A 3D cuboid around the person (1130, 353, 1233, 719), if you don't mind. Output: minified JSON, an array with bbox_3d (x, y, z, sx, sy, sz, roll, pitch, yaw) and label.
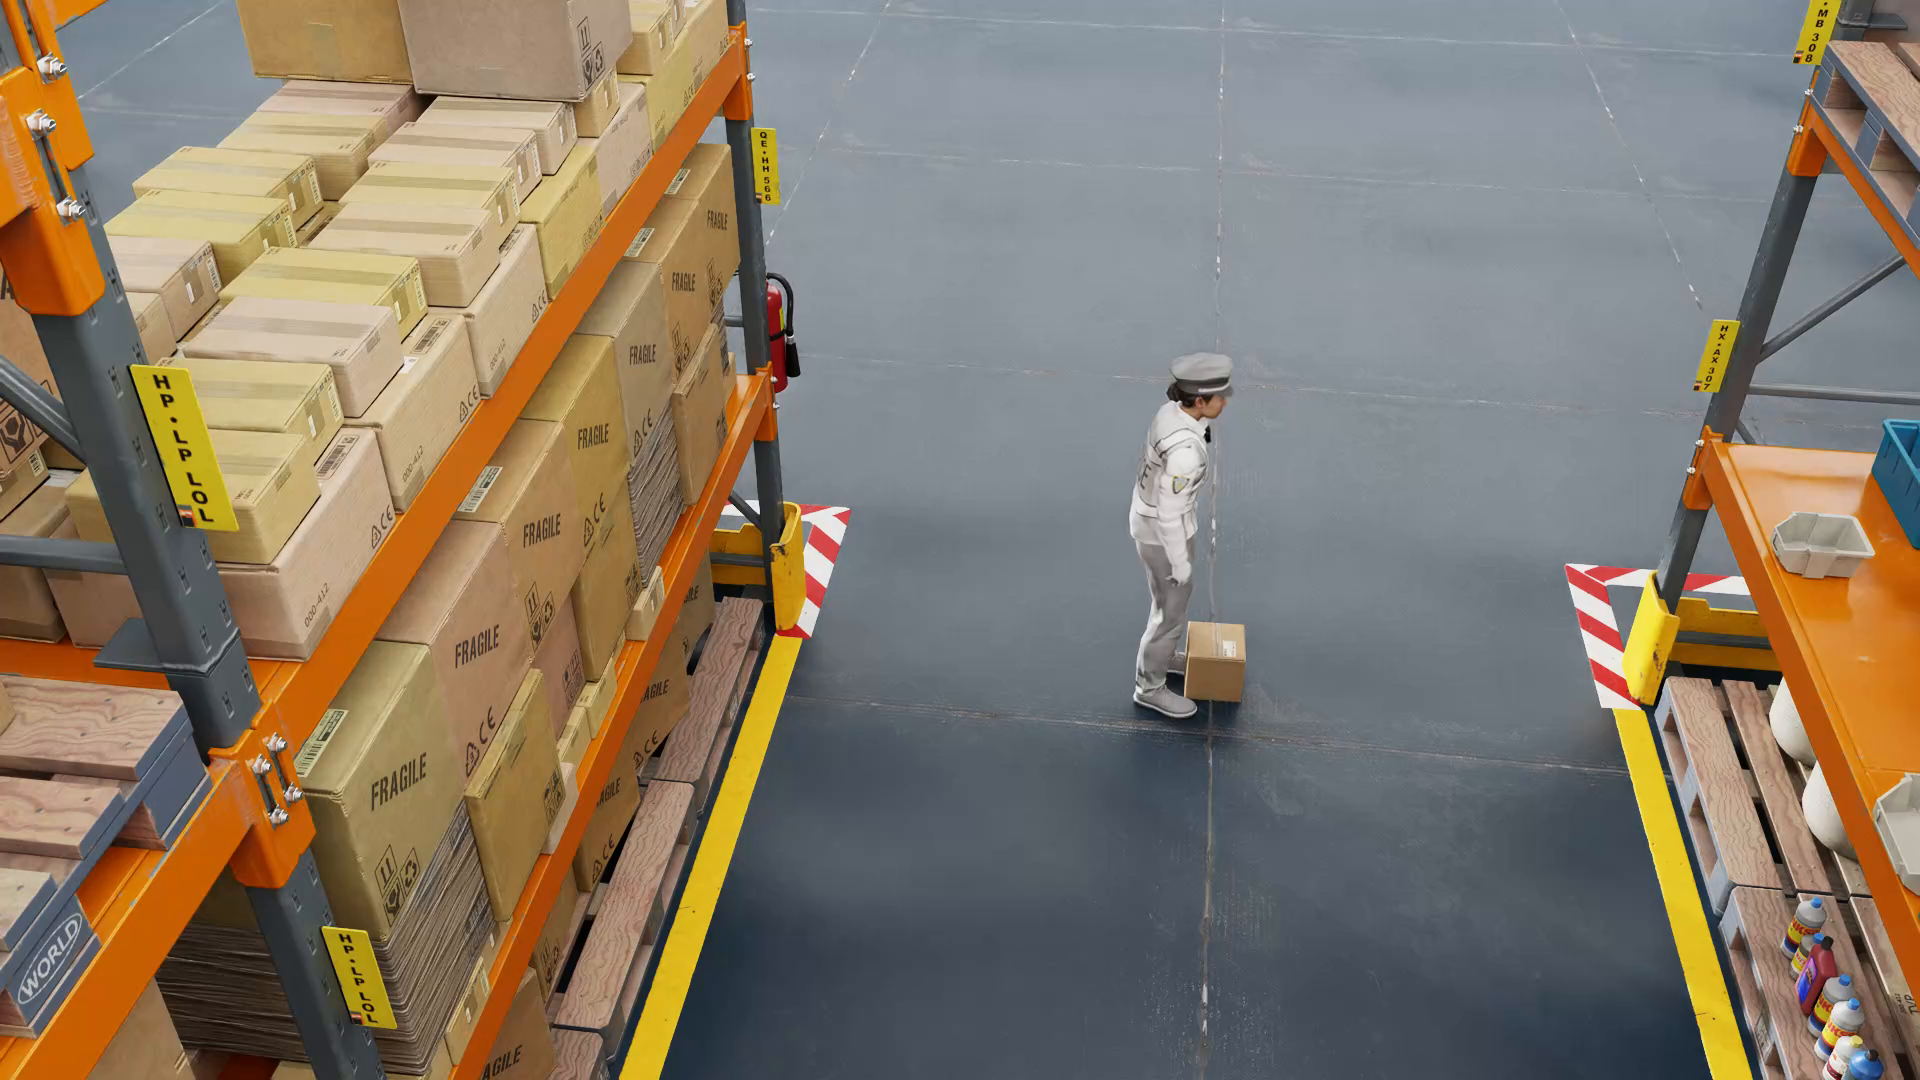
[{"bbox_3d":[0.923,-0.031,7.077,0.403,1.663,0.529,5,37,6],"label":"person"}]
